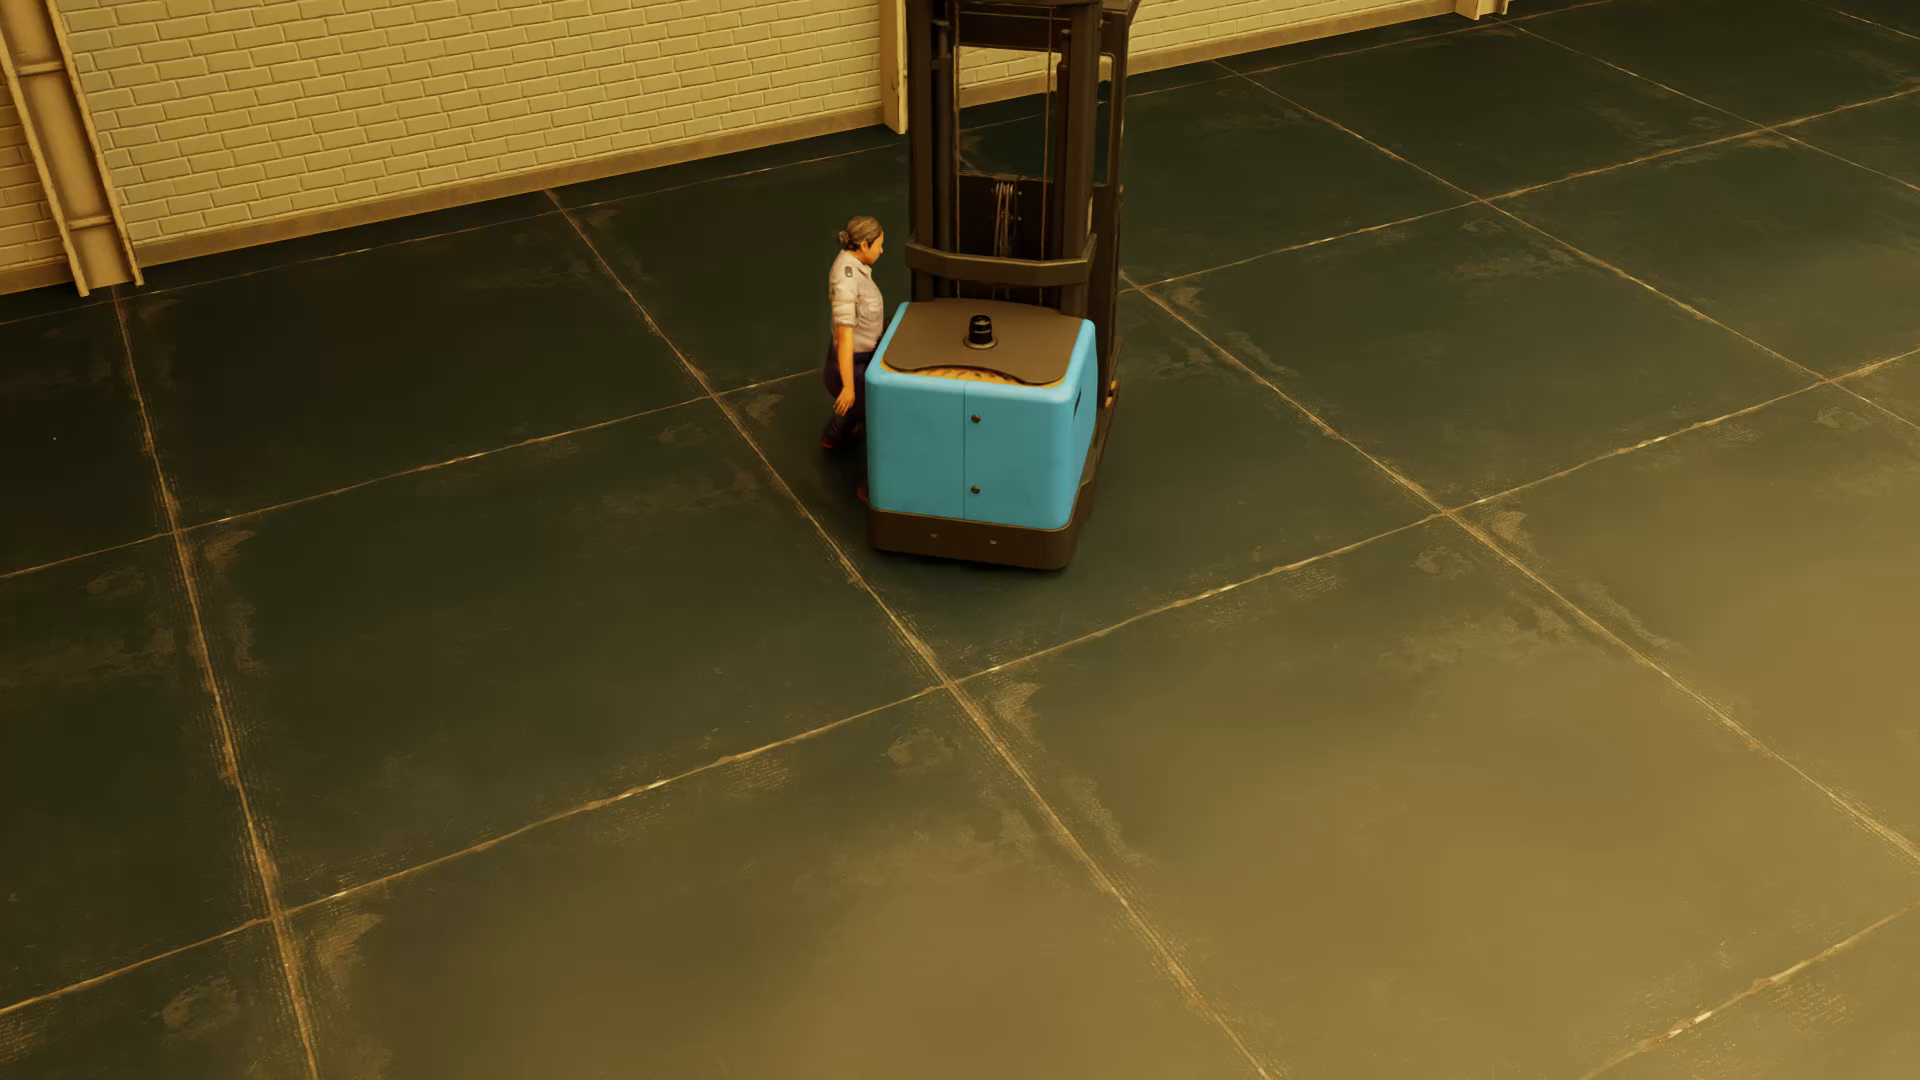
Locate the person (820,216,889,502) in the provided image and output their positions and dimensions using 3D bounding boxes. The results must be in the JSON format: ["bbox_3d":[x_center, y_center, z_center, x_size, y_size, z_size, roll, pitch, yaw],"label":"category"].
[{"bbox_3d":[-0.504,-0.939,8.712,0.569,1.552,0.964,0,35,1],"label":"person"}]

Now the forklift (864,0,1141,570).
[{"bbox_3d":[0.328,-1.893,8.801,1.130,2.935,3.031,7,36,10],"label":"forklift"}]
